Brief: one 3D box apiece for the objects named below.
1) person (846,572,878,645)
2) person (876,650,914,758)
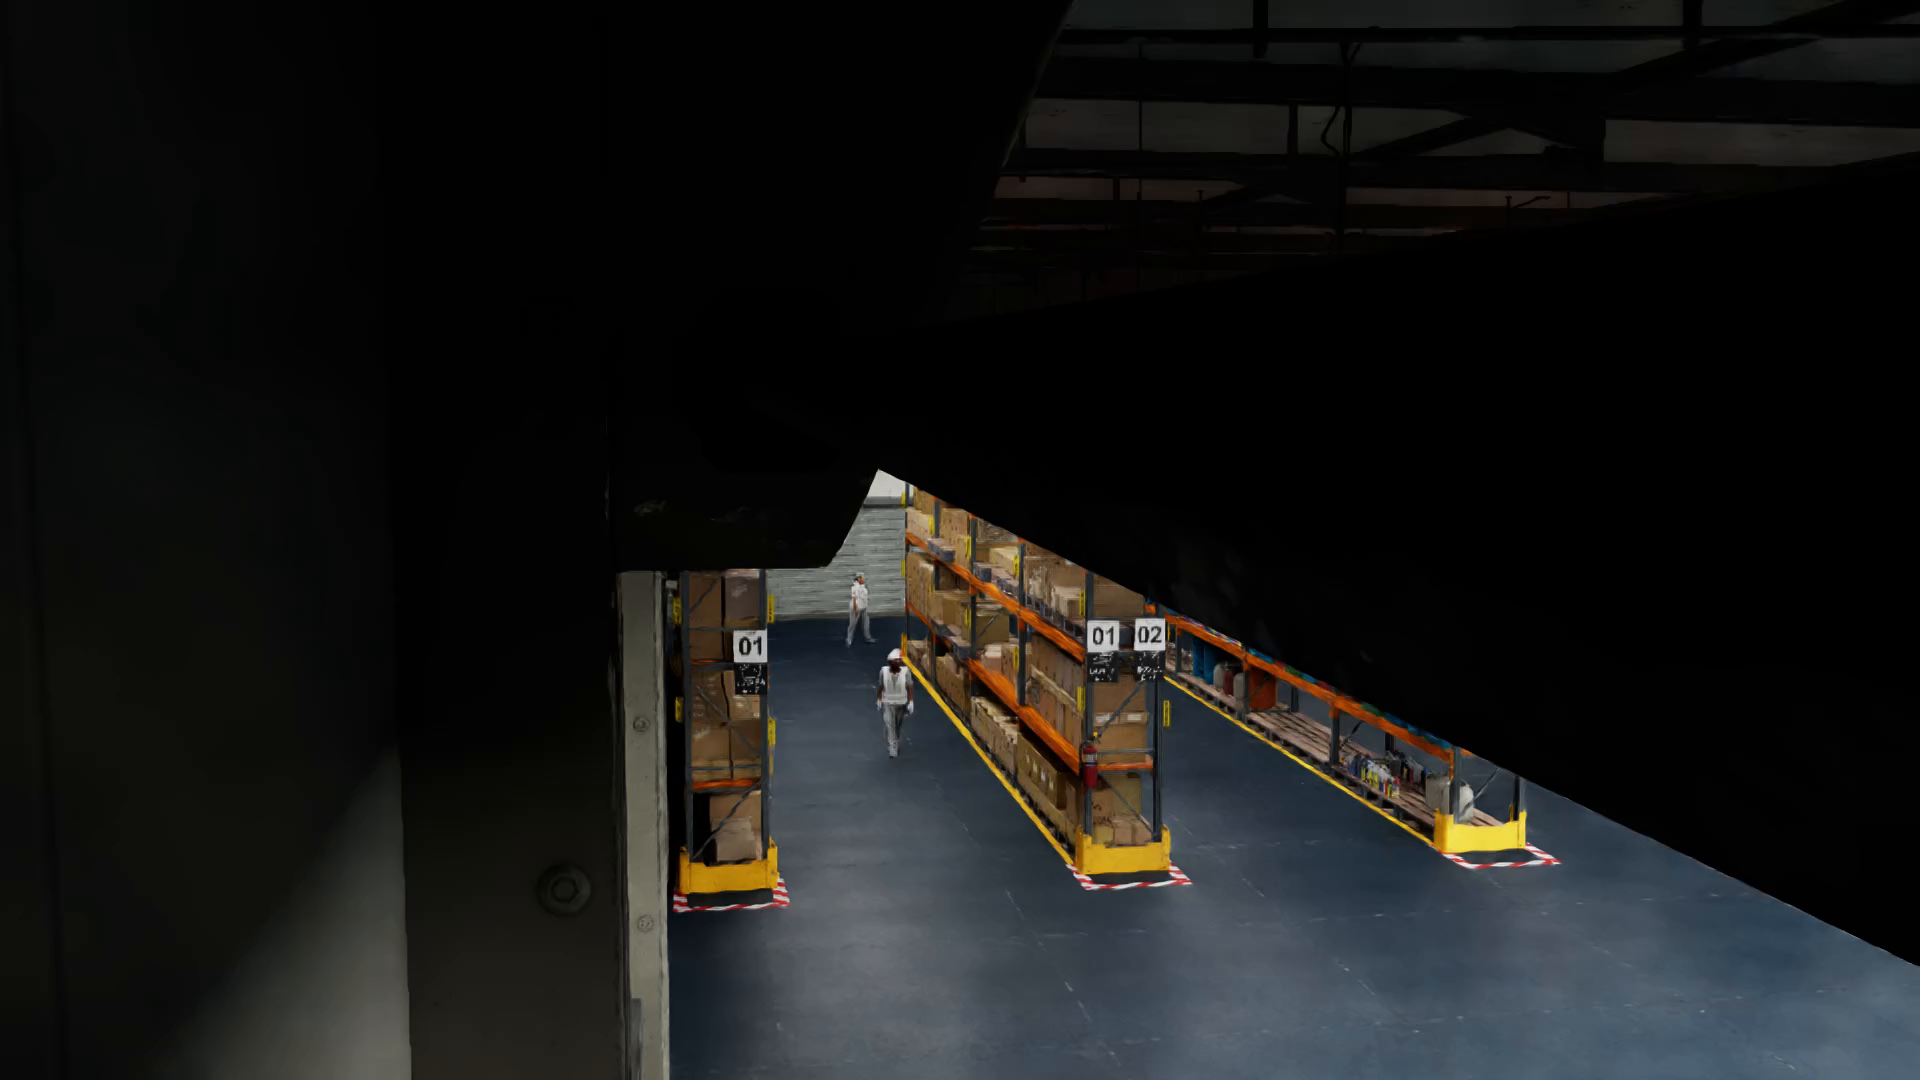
[{"bbox_3d":[-2.285,1.553,38.100,0.560,1.651,0.733,3,7,26],"label":"person"},{"bbox_3d":[-1.048,2.653,27.180,0.577,1.733,1.043,-1,6,-11],"label":"person"}]
